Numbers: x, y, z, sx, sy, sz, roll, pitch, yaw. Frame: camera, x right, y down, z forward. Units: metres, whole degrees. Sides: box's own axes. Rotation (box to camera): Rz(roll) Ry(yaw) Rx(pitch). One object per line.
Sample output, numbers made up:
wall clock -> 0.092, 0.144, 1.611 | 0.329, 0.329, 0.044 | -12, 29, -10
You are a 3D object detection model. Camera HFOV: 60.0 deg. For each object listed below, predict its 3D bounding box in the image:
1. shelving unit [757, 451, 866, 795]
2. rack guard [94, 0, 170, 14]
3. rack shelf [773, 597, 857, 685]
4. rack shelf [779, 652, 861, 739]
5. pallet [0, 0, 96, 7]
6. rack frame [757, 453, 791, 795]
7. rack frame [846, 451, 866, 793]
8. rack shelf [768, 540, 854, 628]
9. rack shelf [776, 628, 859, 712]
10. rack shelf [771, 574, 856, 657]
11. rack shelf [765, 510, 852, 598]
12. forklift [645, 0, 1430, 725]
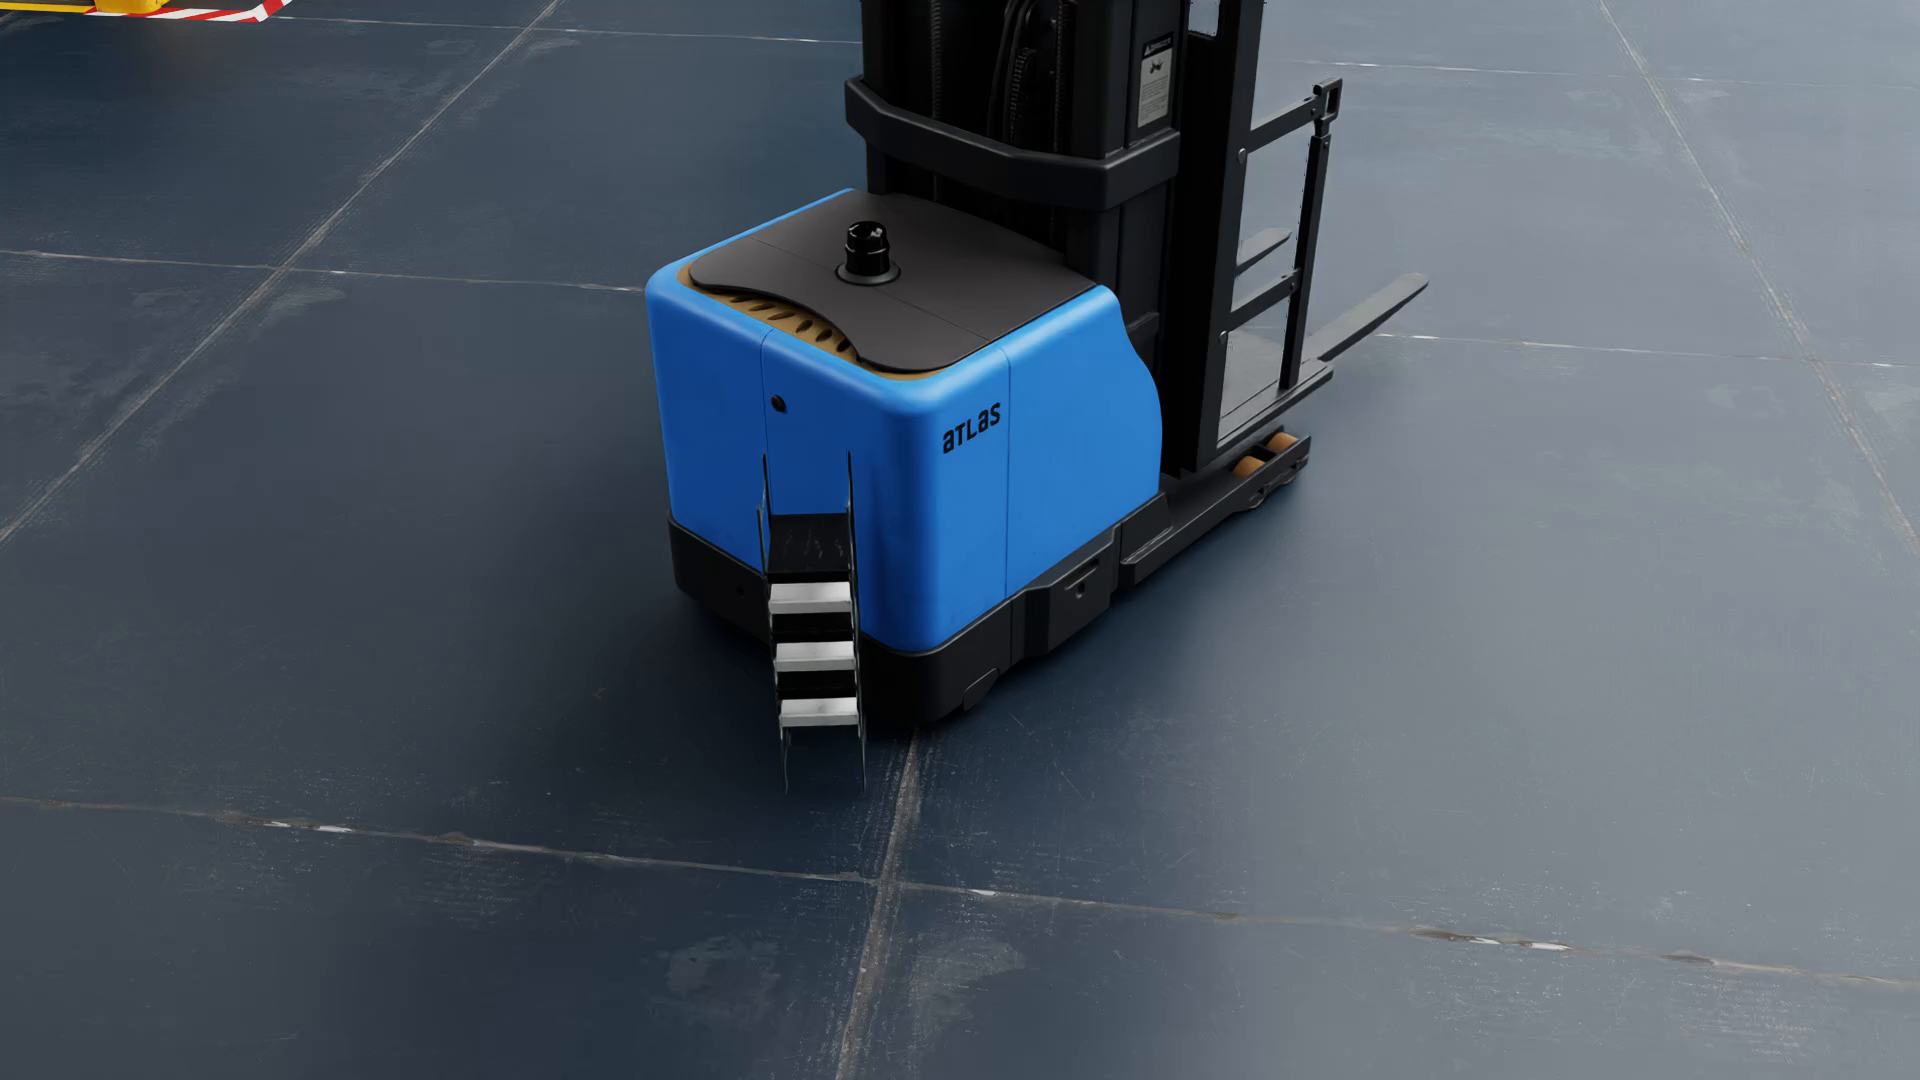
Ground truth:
shelving unit -> -0.360, 0.224, 4.159 | 0.210, 0.900, 0.258 | -2, 36, -1
rack guard -> -4.689, -3.530, 9.766 | 0.348, 0.500, 1.175 | 4, 36, 6
rack shelf -> -0.359, 0.251, 4.179 | 0.200, 0.077, 0.258 | -2, 36, -1
rack shelf -> -0.357, 0.398, 4.283 | 0.200, 0.077, 0.258 | -2, 36, -1
pallet -> -5.494, -3.476, 9.938 | 1.213, 0.211, 1.003 | 4, 36, 6
rack frame -> -0.461, 0.227, 4.157 | 0.006, 0.900, 0.240 | -2, 36, -1
rack frame -> -0.258, 0.222, 4.161 | 0.006, 0.900, 0.240 | -2, 36, -1
rack shelf -> -0.361, 0.105, 4.074 | 0.200, 0.077, 0.258 | -2, 36, -1
rack shelf -> -0.358, 0.325, 4.231 | 0.200, 0.077, 0.258 | -2, 36, -1
rack shelf -> -0.360, 0.178, 4.126 | 0.200, 0.077, 0.258 | -2, 36, -1
rack shelf -> -0.362, 0.032, 4.022 | 0.200, 0.077, 0.258 | -2, 36, -1
forklift -> 0.507, -1.472, 4.790 | 1.130, 2.935, 3.031 | 28, 44, 33
